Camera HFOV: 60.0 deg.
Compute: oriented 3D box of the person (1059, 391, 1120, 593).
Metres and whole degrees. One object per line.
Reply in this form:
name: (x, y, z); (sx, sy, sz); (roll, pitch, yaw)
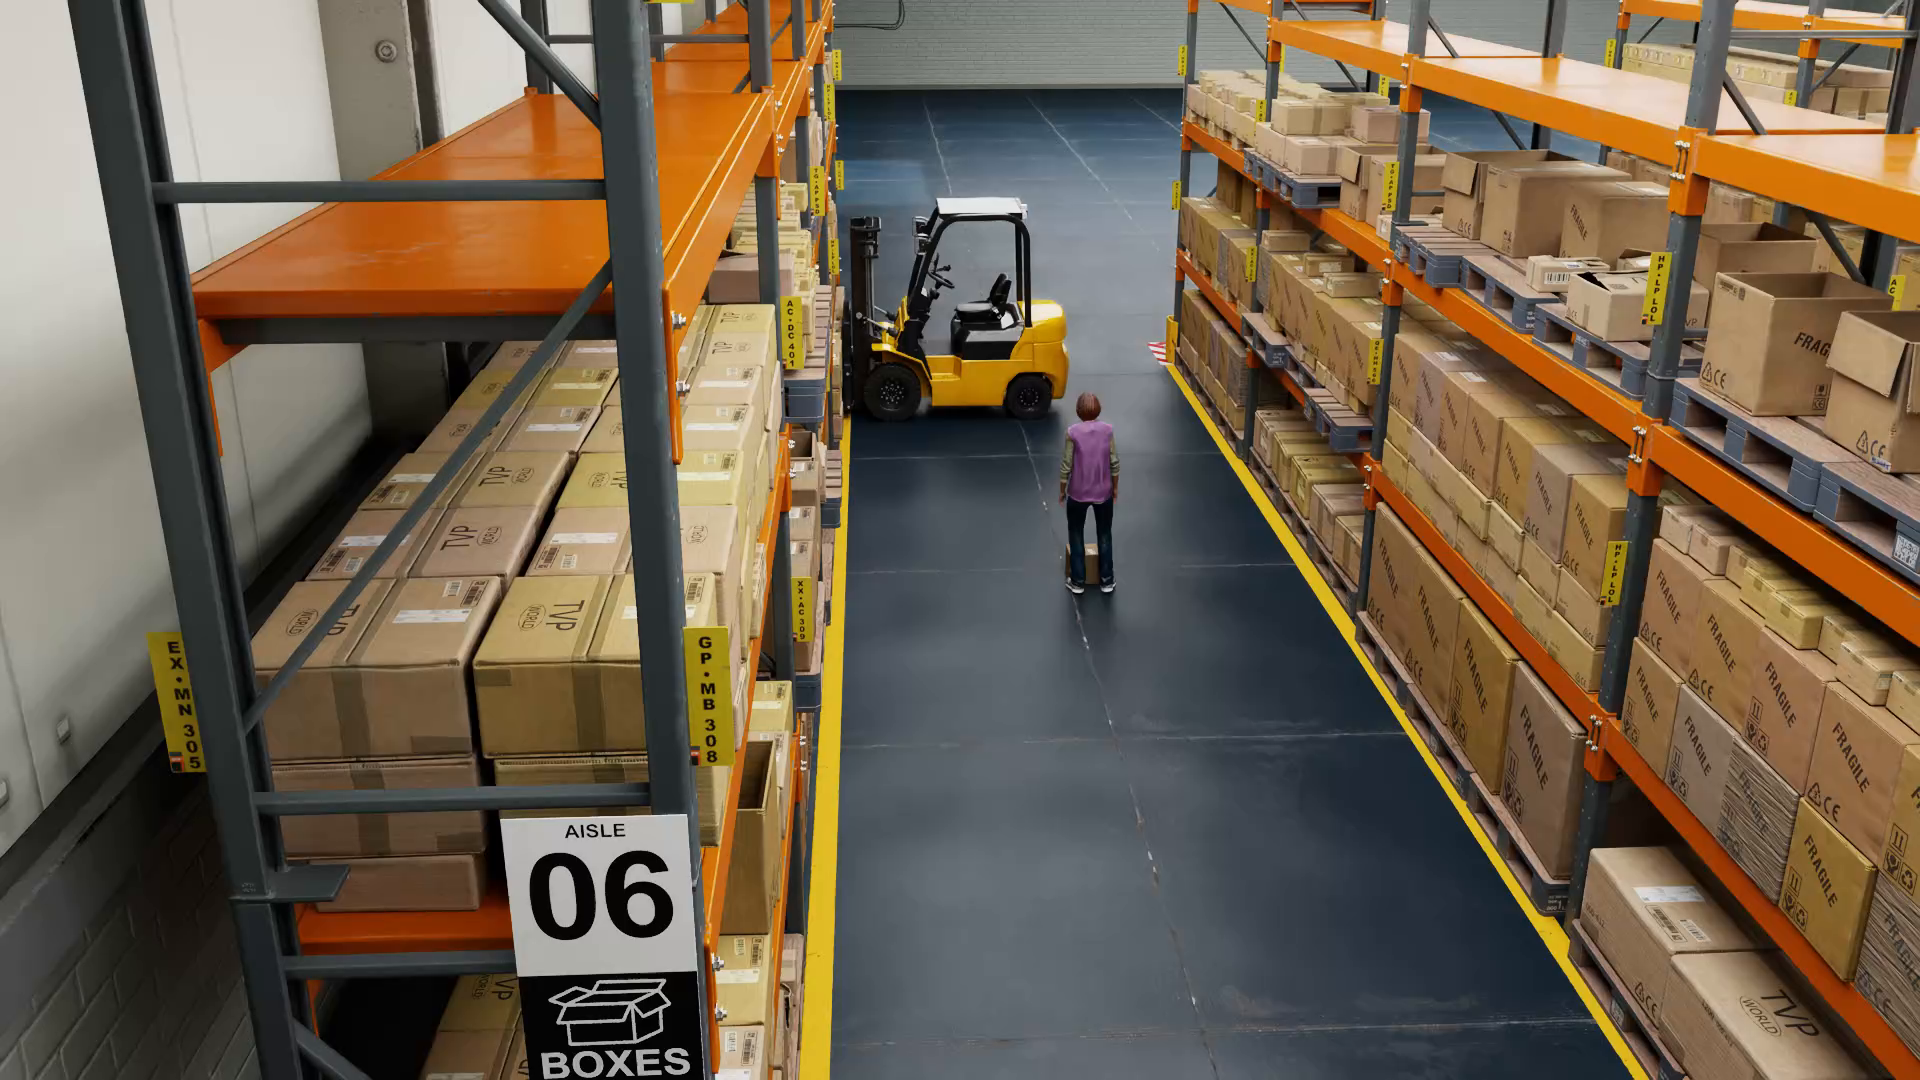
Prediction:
person: (1.002, -0.354, 12.826); (0.485, 1.594, 0.341); (-2, 21, -6)
